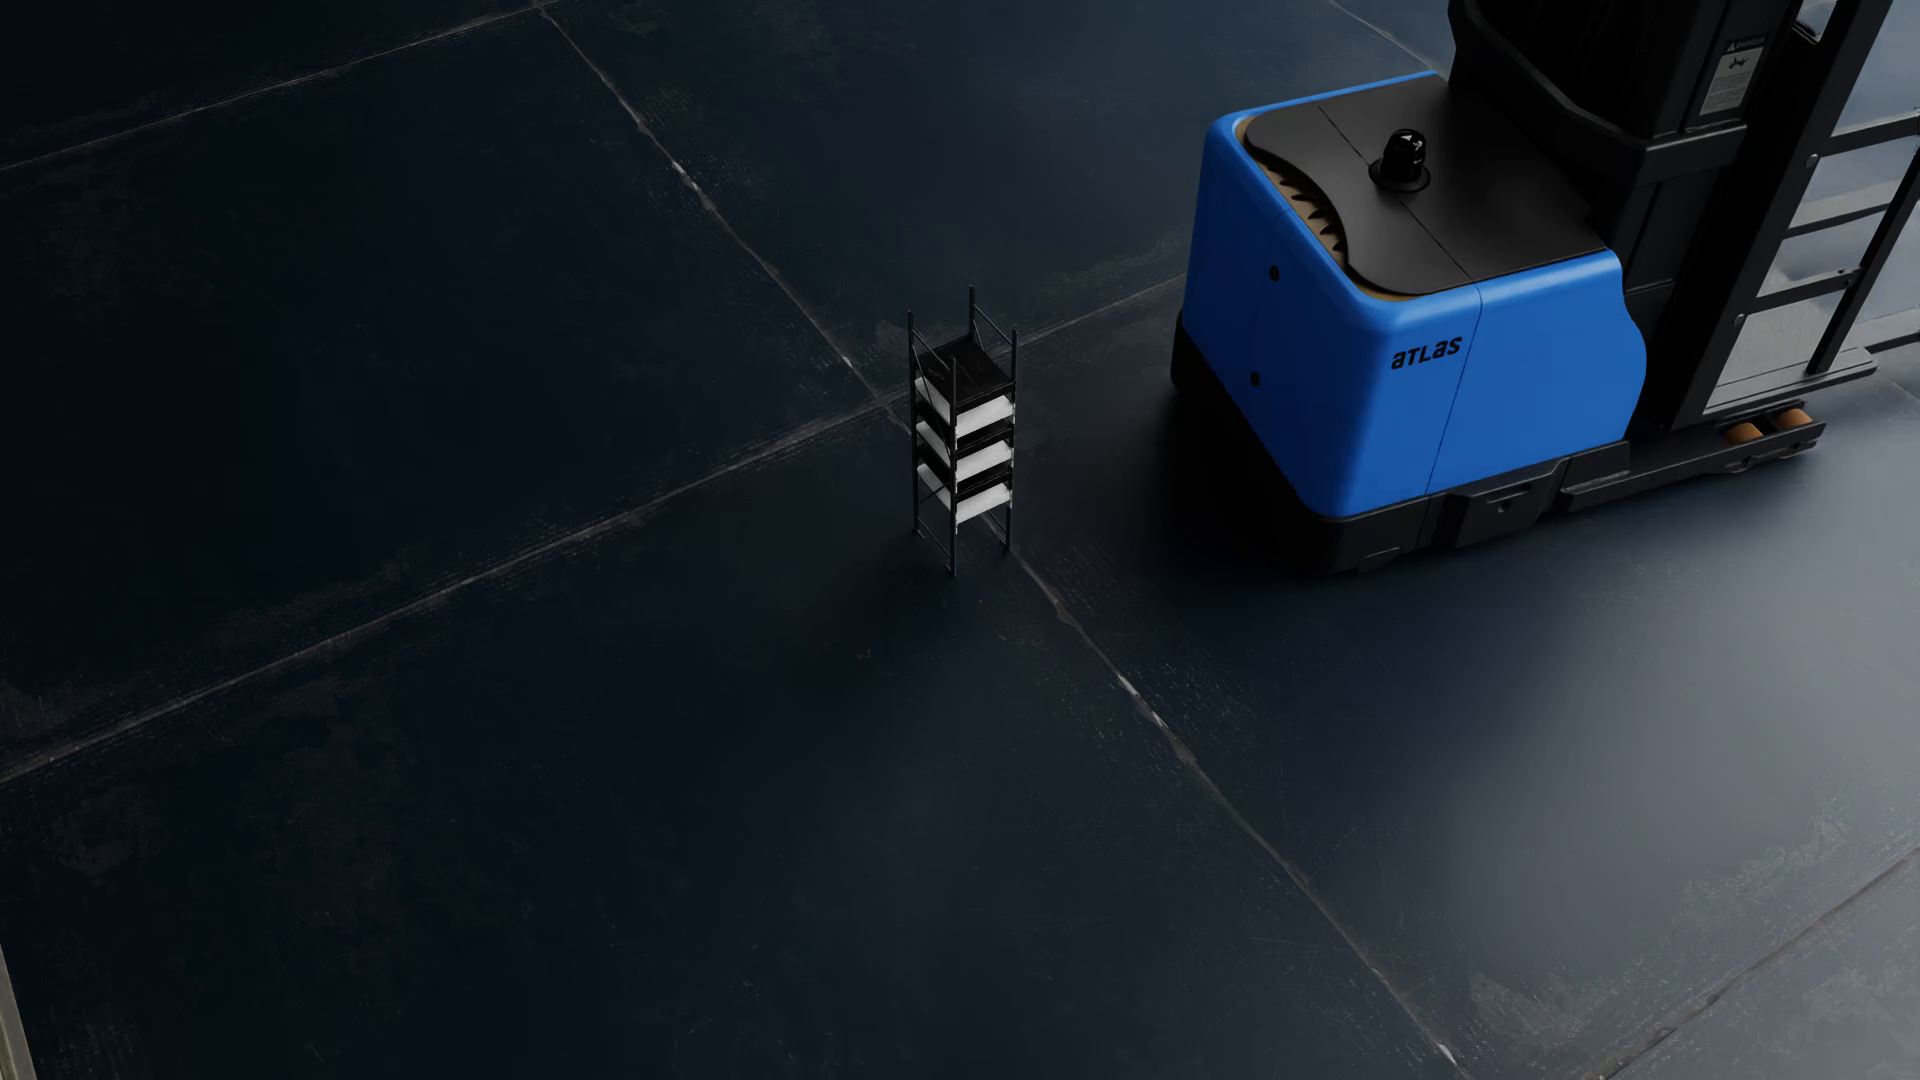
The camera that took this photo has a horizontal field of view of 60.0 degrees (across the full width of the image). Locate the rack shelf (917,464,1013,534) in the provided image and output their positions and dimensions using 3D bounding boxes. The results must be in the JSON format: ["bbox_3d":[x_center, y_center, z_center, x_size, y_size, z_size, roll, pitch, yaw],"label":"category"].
[{"bbox_3d":[0.007,-0.161,5.076,0.200,0.077,0.258,-25,53,-21],"label":"rack shelf"}]

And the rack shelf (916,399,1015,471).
[{"bbox_3d":[0.007,-0.340,4.874,0.200,0.077,0.258,-25,53,-21],"label":"rack shelf"}]

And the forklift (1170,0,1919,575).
[{"bbox_3d":[2.287,-1.552,4.669,3.031,2.935,1.130,-15,50,-13],"label":"forklift"}]

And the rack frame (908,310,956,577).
[{"bbox_3d":[-0.079,-0.262,4.881,0.006,0.900,0.240,-25,53,-21],"label":"rack frame"}]

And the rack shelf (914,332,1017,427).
[{"bbox_3d":[0.007,-0.460,4.740,0.200,0.077,0.258,-25,53,-21],"label":"rack shelf"}]

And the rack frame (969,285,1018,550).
[{"bbox_3d":[0.093,-0.343,4.953,0.006,0.900,0.240,-25,53,-21],"label":"rack frame"}]

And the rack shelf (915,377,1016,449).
[{"bbox_3d":[0.007,-0.400,4.807,0.200,0.077,0.258,-25,53,-21],"label":"rack shelf"}]

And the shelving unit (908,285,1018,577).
[{"bbox_3d":[0.007,-0.303,4.917,0.210,0.900,0.258,-25,53,-21],"label":"shelving unit"}]

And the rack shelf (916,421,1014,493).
[{"bbox_3d":[0.007,-0.280,4.942,0.200,0.077,0.258,-25,53,-21],"label":"rack shelf"}]

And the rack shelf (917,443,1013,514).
[{"bbox_3d":[0.007,-0.220,5.009,0.200,0.077,0.258,-25,53,-21],"label":"rack shelf"}]
